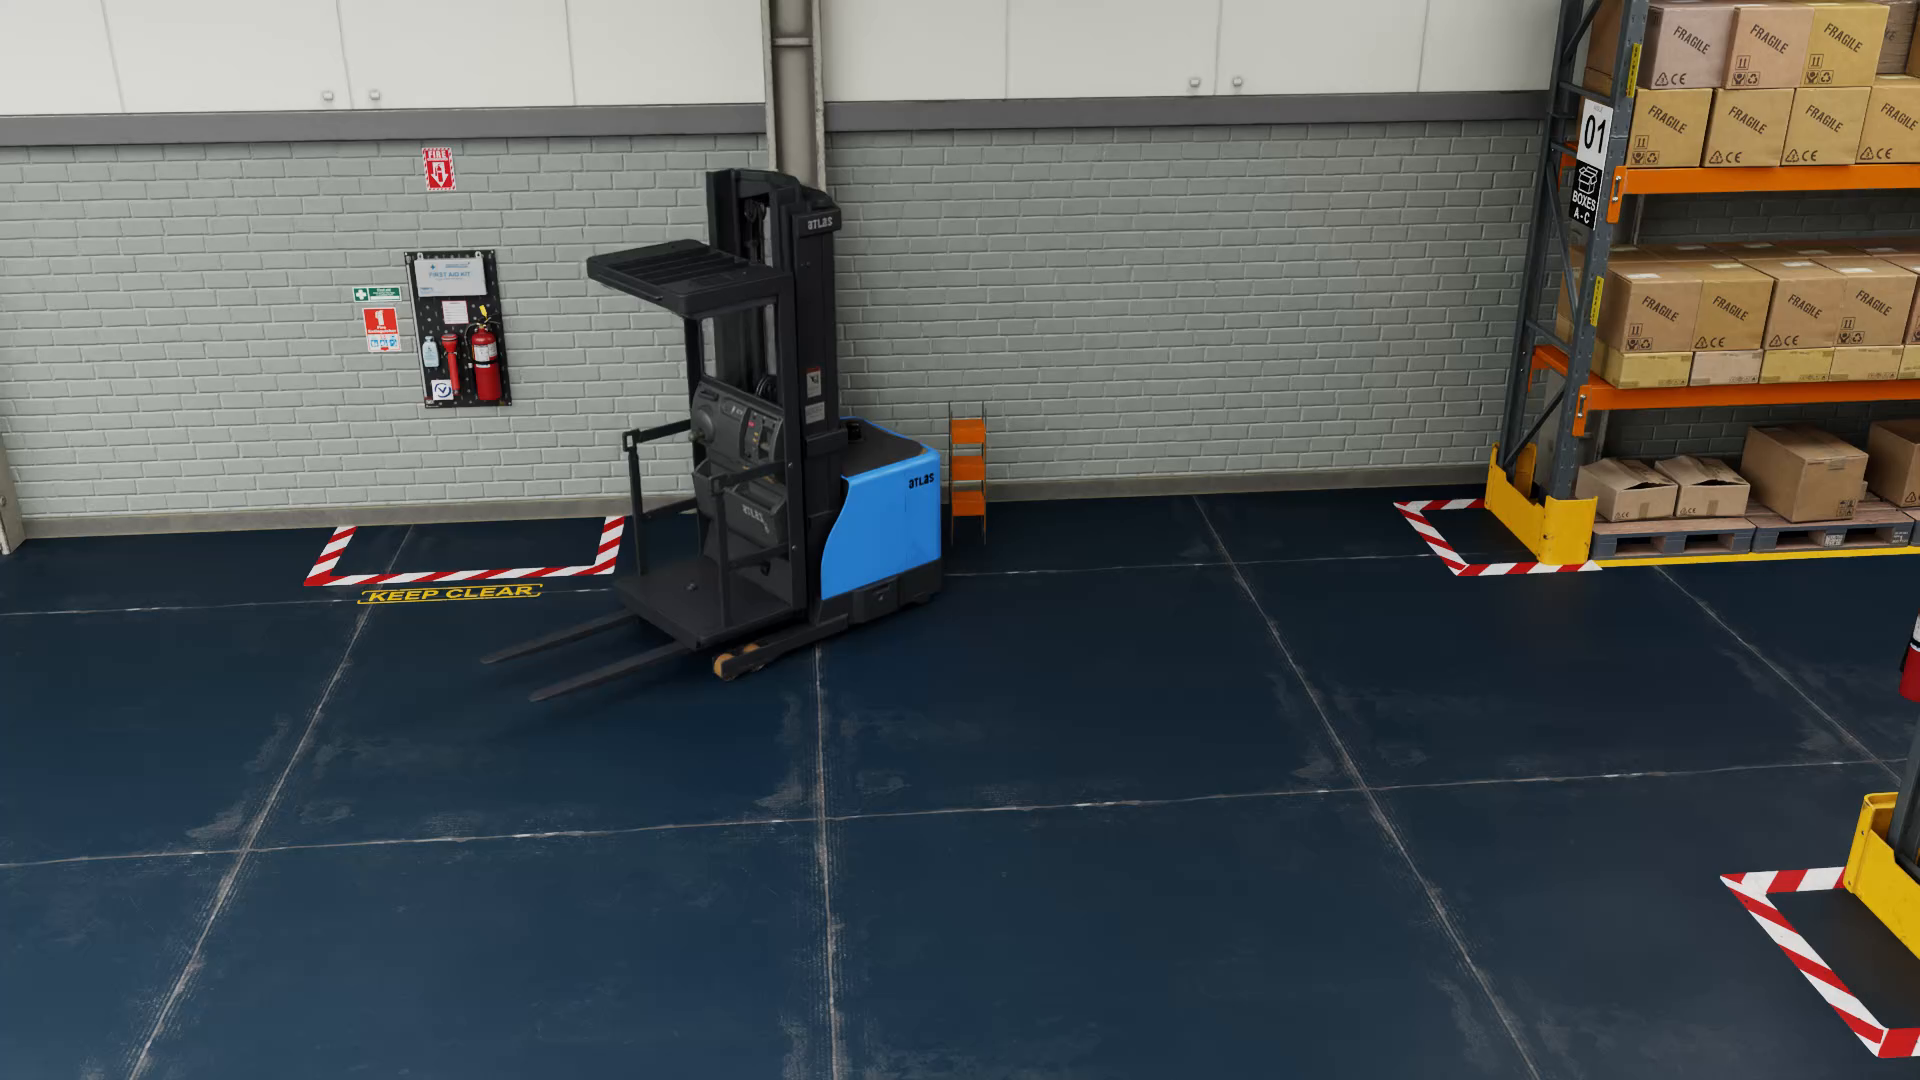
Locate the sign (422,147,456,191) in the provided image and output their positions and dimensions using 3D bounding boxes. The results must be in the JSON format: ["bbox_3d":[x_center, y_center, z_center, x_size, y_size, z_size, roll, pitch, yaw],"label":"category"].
[{"bbox_3d":[-3.624,-2.580,11.567,0.199,0.298,0.001,-2,24,-5],"label":"sign"}]

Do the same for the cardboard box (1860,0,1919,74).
[{"bbox_3d":[6.155,-3.485,11.386,0.500,0.500,0.500,-2,24,-5],"label":"cardboard box"}]

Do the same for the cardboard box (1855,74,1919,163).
[{"bbox_3d":[6.159,-2.823,11.127,0.500,0.500,0.500,-1,24,-2],"label":"cardboard box"}]

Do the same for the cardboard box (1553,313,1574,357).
[{"bbox_3d":[4.662,-1.463,12.070,0.500,0.250,0.500,-2,24,-4],"label":"cardboard box"}]

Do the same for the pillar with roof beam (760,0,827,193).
[{"bbox_3d":[-0.720,-2.565,7.002,0.400,9.000,9.100,-2,24,-5],"label":"pillar with roof beam"}]

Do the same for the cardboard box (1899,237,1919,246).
[{"bbox_3d":[7.193,-1.915,12.163,0.500,0.500,0.500,-2,24,-5],"label":"cardboard box"}]

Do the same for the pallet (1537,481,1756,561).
[{"bbox_3d":[5.103,-0.173,12.439,1.213,0.211,1.003,-2,24,-5],"label":"pallet"}]

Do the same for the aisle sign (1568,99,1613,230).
[{"bbox_3d":[4.174,-2.490,11.018,0.004,0.787,0.394,-2,24,-5],"label":"aisle sign"}]

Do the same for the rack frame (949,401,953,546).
[{"bbox_3d":[-0.068,-0.477,12.091,0.008,1.050,0.200,-2,24,-5],"label":"rack frame"}]

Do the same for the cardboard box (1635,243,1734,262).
[{"bbox_3d":[5.166,-1.830,11.971,0.500,0.500,0.500,-2,24,-4],"label":"cardboard box"}]

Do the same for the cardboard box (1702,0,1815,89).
[{"bbox_3d":[5.127,-3.225,10.801,0.500,0.500,0.500,-3,24,-6],"label":"cardboard box"}]

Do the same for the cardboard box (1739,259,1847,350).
[{"bbox_3d":[5.728,-1.640,11.544,0.500,0.500,0.500,-3,24,-7],"label":"cardboard box"}]

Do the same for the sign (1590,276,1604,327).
[{"bbox_3d":[4.269,-1.602,11.156,0.005,0.325,0.100,-2,24,-5],"label":"sign"}]

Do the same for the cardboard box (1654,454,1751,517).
[{"bbox_3d":[5.481,-0.412,12.313,0.500,0.311,0.500,0,24,-1],"label":"cardboard box"}]

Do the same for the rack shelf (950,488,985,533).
[{"bbox_3d":[0.053,-0.218,12.219,0.240,0.259,0.215,-2,24,-5],"label":"rack shelf"}]

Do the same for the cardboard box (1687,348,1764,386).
[{"bbox_3d":[5.248,-1.284,11.666,0.500,0.250,0.500,-3,24,-7],"label":"cardboard box"}]

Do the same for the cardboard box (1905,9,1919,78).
[{"bbox_3d":[6.661,-3.287,10.941,0.500,0.500,0.500,-3,24,-7],"label":"cardboard box"}]

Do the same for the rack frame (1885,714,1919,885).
[{"bbox_3d":[4.706,0.576,7.320,0.127,3.000,1.000,-2,24,-5],"label":"rack frame"}]

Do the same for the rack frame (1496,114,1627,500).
[{"bbox_3d":[4.216,-1.426,11.825,0.127,3.000,1.000,-2,24,-5],"label":"rack frame"}]

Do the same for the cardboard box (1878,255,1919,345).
[{"bbox_3d":[6.758,-1.687,11.649,0.500,0.500,0.500,-3,24,-7],"label":"cardboard box"}]

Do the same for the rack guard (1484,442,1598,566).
[{"bbox_3d":[4.291,-0.287,12.339,0.348,0.500,1.175,-2,24,-5],"label":"rack guard"}]

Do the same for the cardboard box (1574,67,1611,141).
[{"bbox_3d":[4.606,-2.970,11.459,0.500,0.500,0.500,-1,24,-1],"label":"cardboard box"}]

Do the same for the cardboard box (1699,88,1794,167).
[{"bbox_3d":[5.111,-2.771,11.010,0.500,0.500,0.500,-1,24,-2],"label":"cardboard box"}]

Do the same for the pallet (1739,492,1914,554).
[{"bbox_3d":[6.315,-0.220,12.546,1.213,0.211,1.003,-2,24,-5],"label":"pallet"}]

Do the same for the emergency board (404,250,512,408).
[{"bbox_3d":[-3.607,-1.481,11.948,0.643,1.169,0.194,-2,24,-5],"label":"emergency board"}]

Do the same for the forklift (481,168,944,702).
[{"bbox_3d":[-1.557,-0.705,10.288,3.031,2.935,1.130,-19,30,-37],"label":"forklift"}]

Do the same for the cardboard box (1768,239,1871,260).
[{"bbox_3d":[6.181,-1.872,12.066,0.500,0.500,0.500,-2,24,-4],"label":"cardboard box"}]

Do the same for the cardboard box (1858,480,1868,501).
[{"bbox_3d":[6.603,-0.428,12.548,0.250,0.149,0.380,-4,24,-9],"label":"cardboard box"}]

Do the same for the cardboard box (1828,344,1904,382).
[{"bbox_3d":[6.259,-1.321,11.750,0.500,0.250,0.500,-2,24,-5],"label":"cardboard box"}]

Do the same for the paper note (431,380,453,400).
[{"bbox_3d":[-3.790,-1.099,12.174,0.142,0.148,0.016,-2,24,-5],"label":"paper note"}]

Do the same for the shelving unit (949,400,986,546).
[{"bbox_3d":[0.053,-0.482,12.102,0.252,1.050,0.215,-2,24,-5],"label":"shelving unit"}]

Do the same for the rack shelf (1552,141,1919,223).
[{"bbox_3d":[6.206,-2.548,11.541,4.000,0.370,1.077,-2,24,-5],"label":"rack shelf"}]

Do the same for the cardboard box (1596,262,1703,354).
[{"bbox_3d":[4.720,-1.607,11.468,0.500,0.500,0.500,-2,24,-5],"label":"cardboard box"}]
